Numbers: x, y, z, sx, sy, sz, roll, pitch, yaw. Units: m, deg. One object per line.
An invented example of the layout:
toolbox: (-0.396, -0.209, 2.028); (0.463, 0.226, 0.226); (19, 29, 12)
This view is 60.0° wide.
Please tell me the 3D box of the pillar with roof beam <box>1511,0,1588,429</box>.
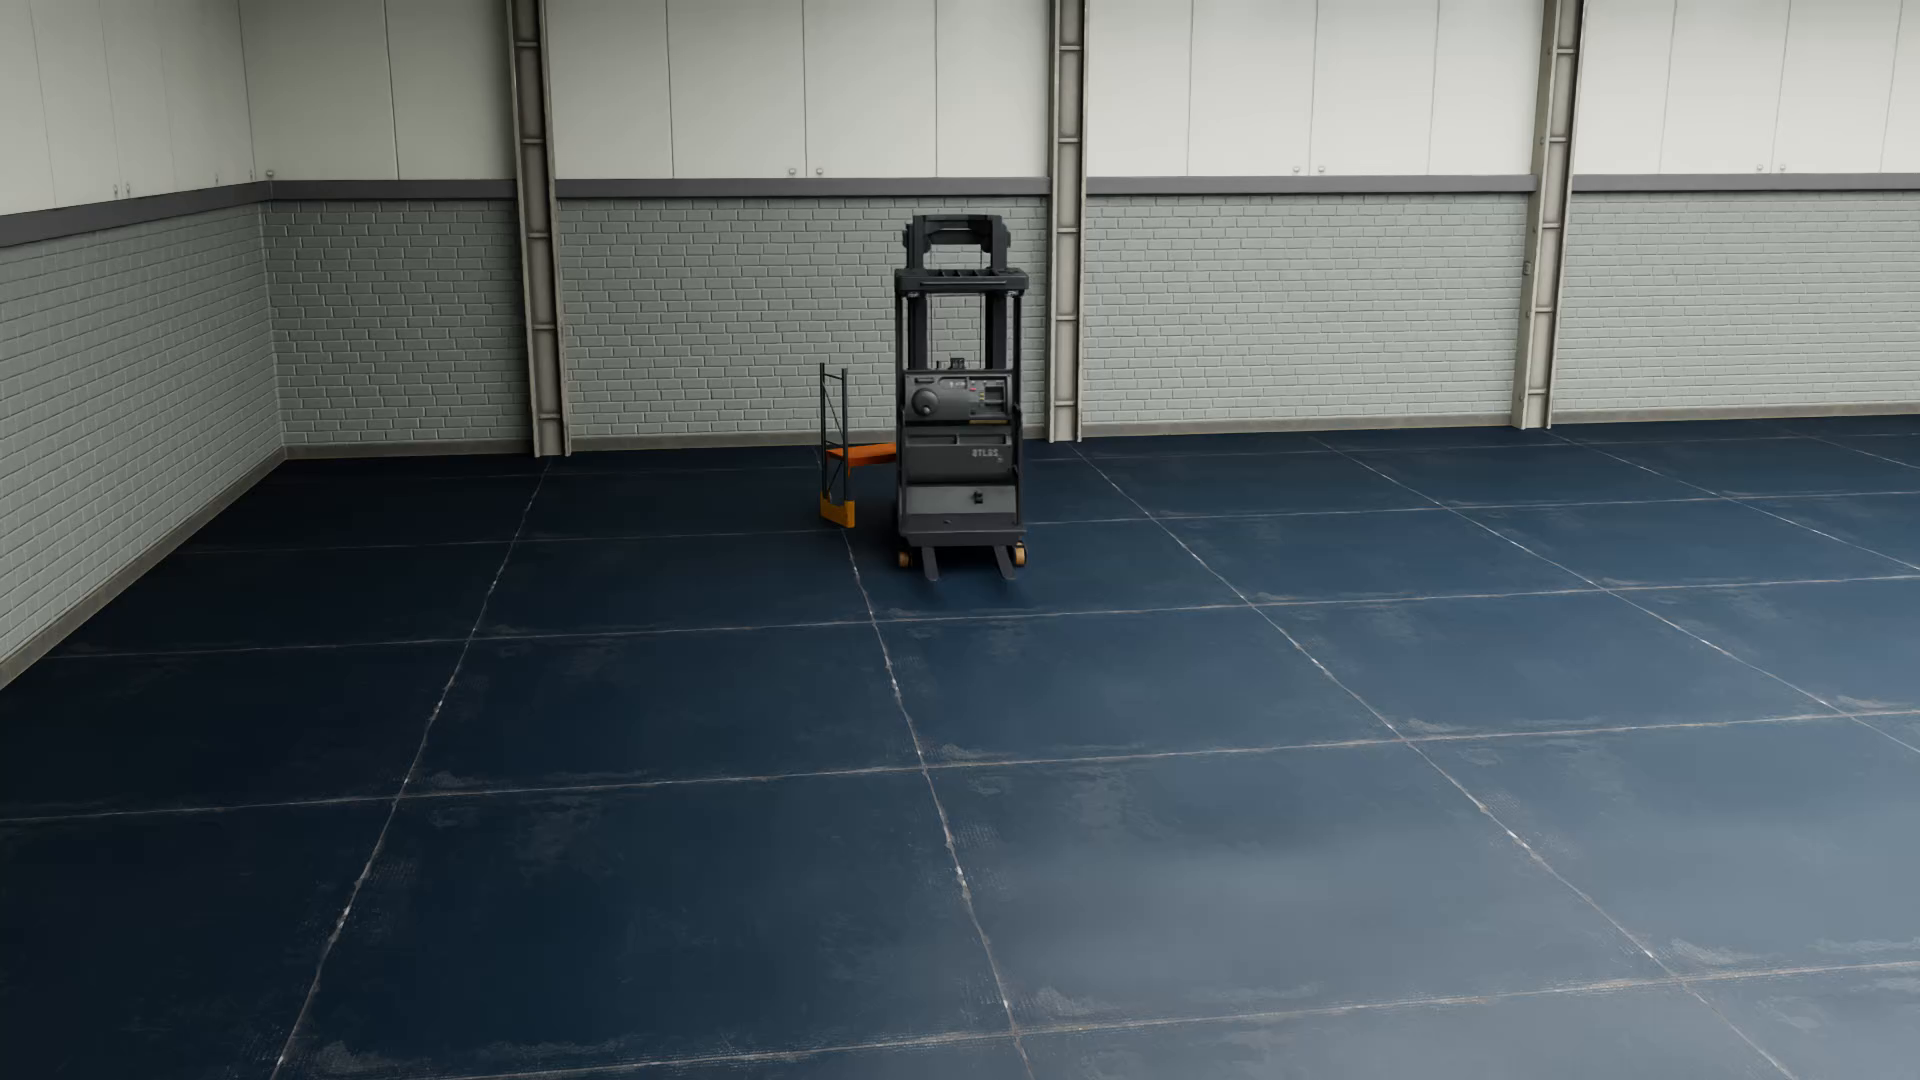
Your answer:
pillar with roof beam: (7.814, -4.756, 15.688); (0.400, 9.000, 9.100); (-2, 14, -8)

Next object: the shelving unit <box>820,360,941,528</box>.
shelving unit: (-0.747, -0.972, 16.015); (1.083, 1.500, 0.587); (-8, 16, -30)

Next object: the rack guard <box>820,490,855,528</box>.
rack guard: (-1.173, -0.303, 15.918); (0.087, 0.250, 0.587); (-8, 16, -30)

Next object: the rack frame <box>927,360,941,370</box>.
rack frame: (-0.320, -1.035, 16.265); (0.032, 1.500, 0.500); (-8, 16, -30)

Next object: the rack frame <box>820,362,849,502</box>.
rack frame: (-1.190, -0.907, 15.756); (0.032, 1.500, 0.500); (-8, 16, -30)

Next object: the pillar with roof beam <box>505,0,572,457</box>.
pillar with roof beam: (-4.052, -4.322, 13.954); (0.400, 9.000, 9.100); (-2, 14, -8)

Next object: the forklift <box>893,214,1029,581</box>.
forklift: (0.001, -1.259, 14.218); (1.130, 2.935, 3.031); (-1, 14, -3)

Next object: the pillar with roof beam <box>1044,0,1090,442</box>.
pillar with roof beam: (1.881, -4.539, 14.821); (0.400, 9.000, 9.100); (-2, 14, -8)

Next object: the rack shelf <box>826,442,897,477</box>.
rack shelf: (-0.755, -0.797, 16.054); (1.000, 0.185, 0.538); (-8, 16, -30)
